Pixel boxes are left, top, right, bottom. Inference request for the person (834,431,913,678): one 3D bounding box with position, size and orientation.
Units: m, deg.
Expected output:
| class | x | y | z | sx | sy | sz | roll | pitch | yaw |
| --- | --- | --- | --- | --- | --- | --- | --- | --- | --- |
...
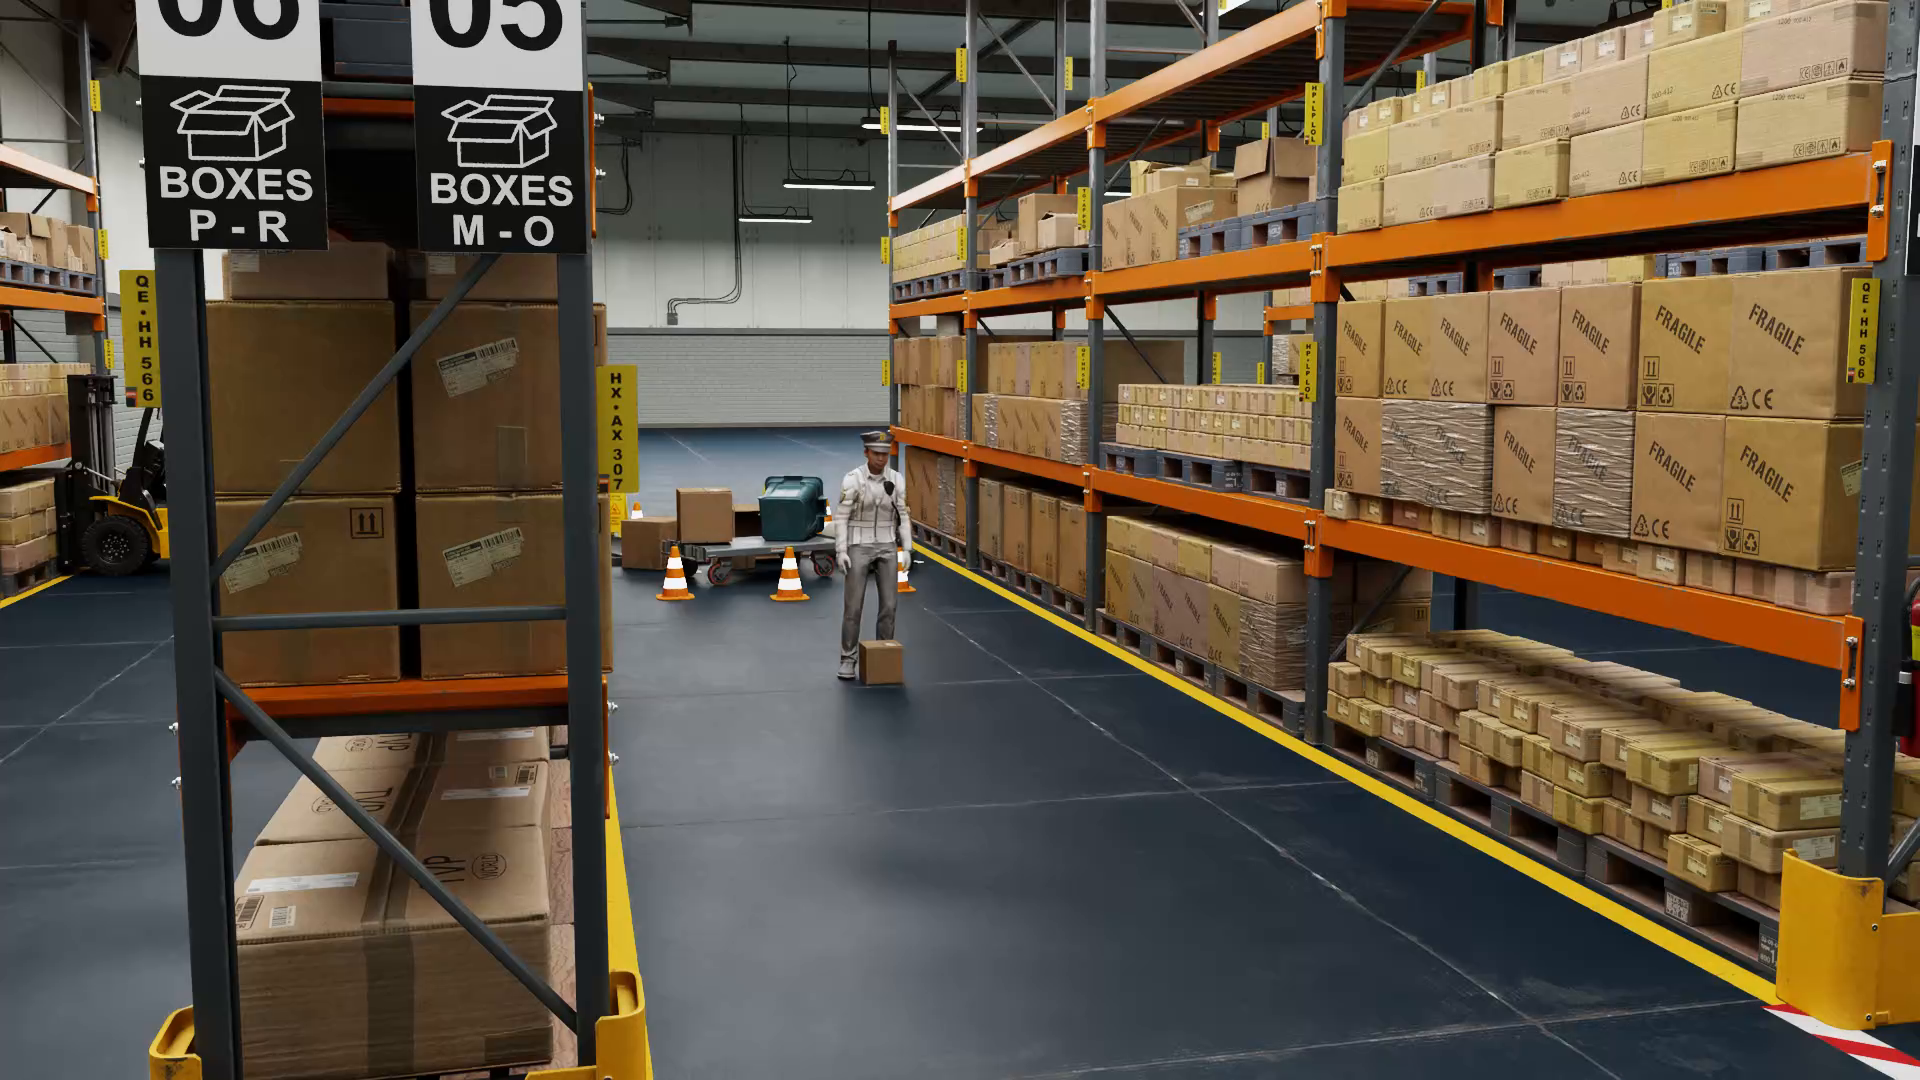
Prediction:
| class | x | y | z | sx | sy | sz | roll | pitch | yaw |
| --- | --- | --- | --- | --- | --- | --- | --- | --- | --- |
| person | -0.589 | 0.091 | 11.321 | 0.546 | 1.667 | 0.369 | -2 | 6 | -16 |
